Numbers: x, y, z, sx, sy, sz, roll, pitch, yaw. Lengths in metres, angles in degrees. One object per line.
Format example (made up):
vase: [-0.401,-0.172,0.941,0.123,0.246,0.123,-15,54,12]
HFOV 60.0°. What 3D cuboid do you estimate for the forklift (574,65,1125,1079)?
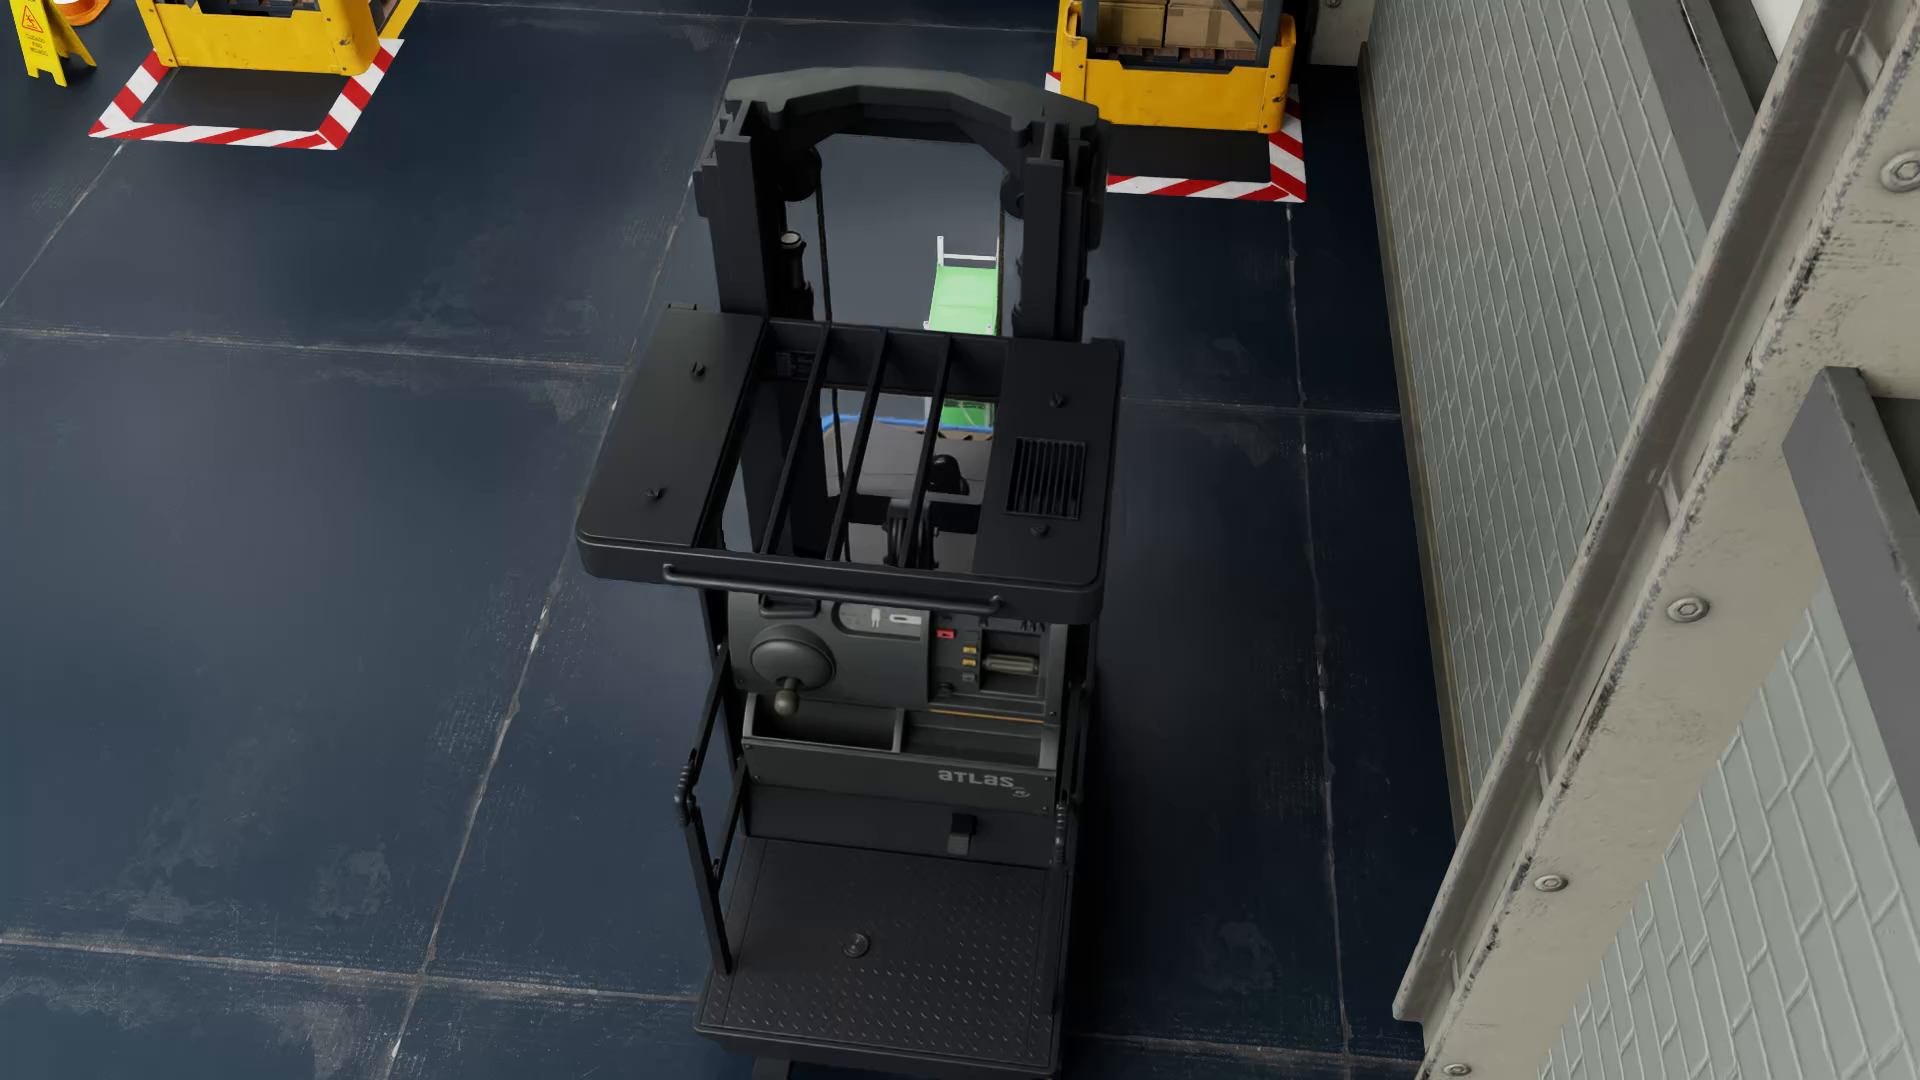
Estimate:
forklift: [-0.197,0.409,4.389,1.130,2.935,3.031,5,48,5]

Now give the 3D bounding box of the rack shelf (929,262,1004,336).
rack shelf: [0.015,-0.807,6.111,0.258,0.148,0.480,4,48,4]

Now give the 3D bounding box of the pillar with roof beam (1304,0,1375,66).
pillar with roof beam: [-2.206,-6.082,6.215,9.100,9.000,0.400,4,48,4]

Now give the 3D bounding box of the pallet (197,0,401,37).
pallet: [-3.707,-3.358,9.678,1.003,0.211,1.213,4,48,4]

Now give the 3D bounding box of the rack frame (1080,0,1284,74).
rack frame: [1.120,-3.317,7.751,1.000,3.000,0.127,4,48,4]

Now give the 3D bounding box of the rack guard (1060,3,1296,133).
rack guard: [1.118,-2.456,8.657,1.175,0.500,0.348,4,48,4]

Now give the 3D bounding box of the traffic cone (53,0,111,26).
traffic cone: [-5.069,-3.195,9.358,0.336,0.463,0.334,4,48,4]

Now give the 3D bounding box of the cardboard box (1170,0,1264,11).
cardboard box: [1.370,-3.031,8.730,0.500,0.250,0.500,5,48,4]

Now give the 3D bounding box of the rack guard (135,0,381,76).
rack guard: [-3.817,-2.860,9.027,1.175,0.500,0.348,4,48,4]

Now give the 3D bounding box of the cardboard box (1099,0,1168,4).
cardboard box: [0.853,-3.078,8.773,0.500,0.250,0.500,3,48,3]

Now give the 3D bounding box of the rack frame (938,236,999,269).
rack frame: [0.037,-0.706,6.583,0.240,1.200,0.015,4,48,4]

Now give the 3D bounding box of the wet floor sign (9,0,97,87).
wet floor sign: [-4.906,-2.786,8.861,0.267,0.644,0.232,19,50,17]

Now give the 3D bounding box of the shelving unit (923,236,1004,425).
shelving unit: [0.015,-0.527,6.419,0.258,1.200,0.503,4,48,4]

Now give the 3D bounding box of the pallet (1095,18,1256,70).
pallet: [1.148,-2.941,9.297,1.003,0.211,1.213,4,48,4]

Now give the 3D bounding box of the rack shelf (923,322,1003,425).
rack shelf: [0.015,-0.645,6.289,0.258,0.148,0.480,4,48,4]

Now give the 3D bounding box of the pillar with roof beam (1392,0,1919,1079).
pillar with roof beam: [-2.753,-1.673,2.182,9.100,9.000,0.400,4,48,4]

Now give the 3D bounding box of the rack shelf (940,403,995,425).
rack shelf: [0.015,-0.483,6.466,0.258,0.148,0.480,4,48,4]

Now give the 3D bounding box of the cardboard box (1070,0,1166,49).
cardboard box: [0.848,-2.897,8.946,0.500,0.250,0.500,4,48,4]

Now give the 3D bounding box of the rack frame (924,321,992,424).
rack frame: [-0.007,-0.347,6.255,0.240,1.200,0.015,4,48,4]

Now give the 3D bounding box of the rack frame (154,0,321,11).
rack frame: [-3.823,-3.648,8.054,1.000,3.000,0.127,4,48,4]

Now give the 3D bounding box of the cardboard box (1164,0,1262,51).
cardboard box: [1.359,-2.879,8.929,0.500,0.250,0.500,4,48,4]
